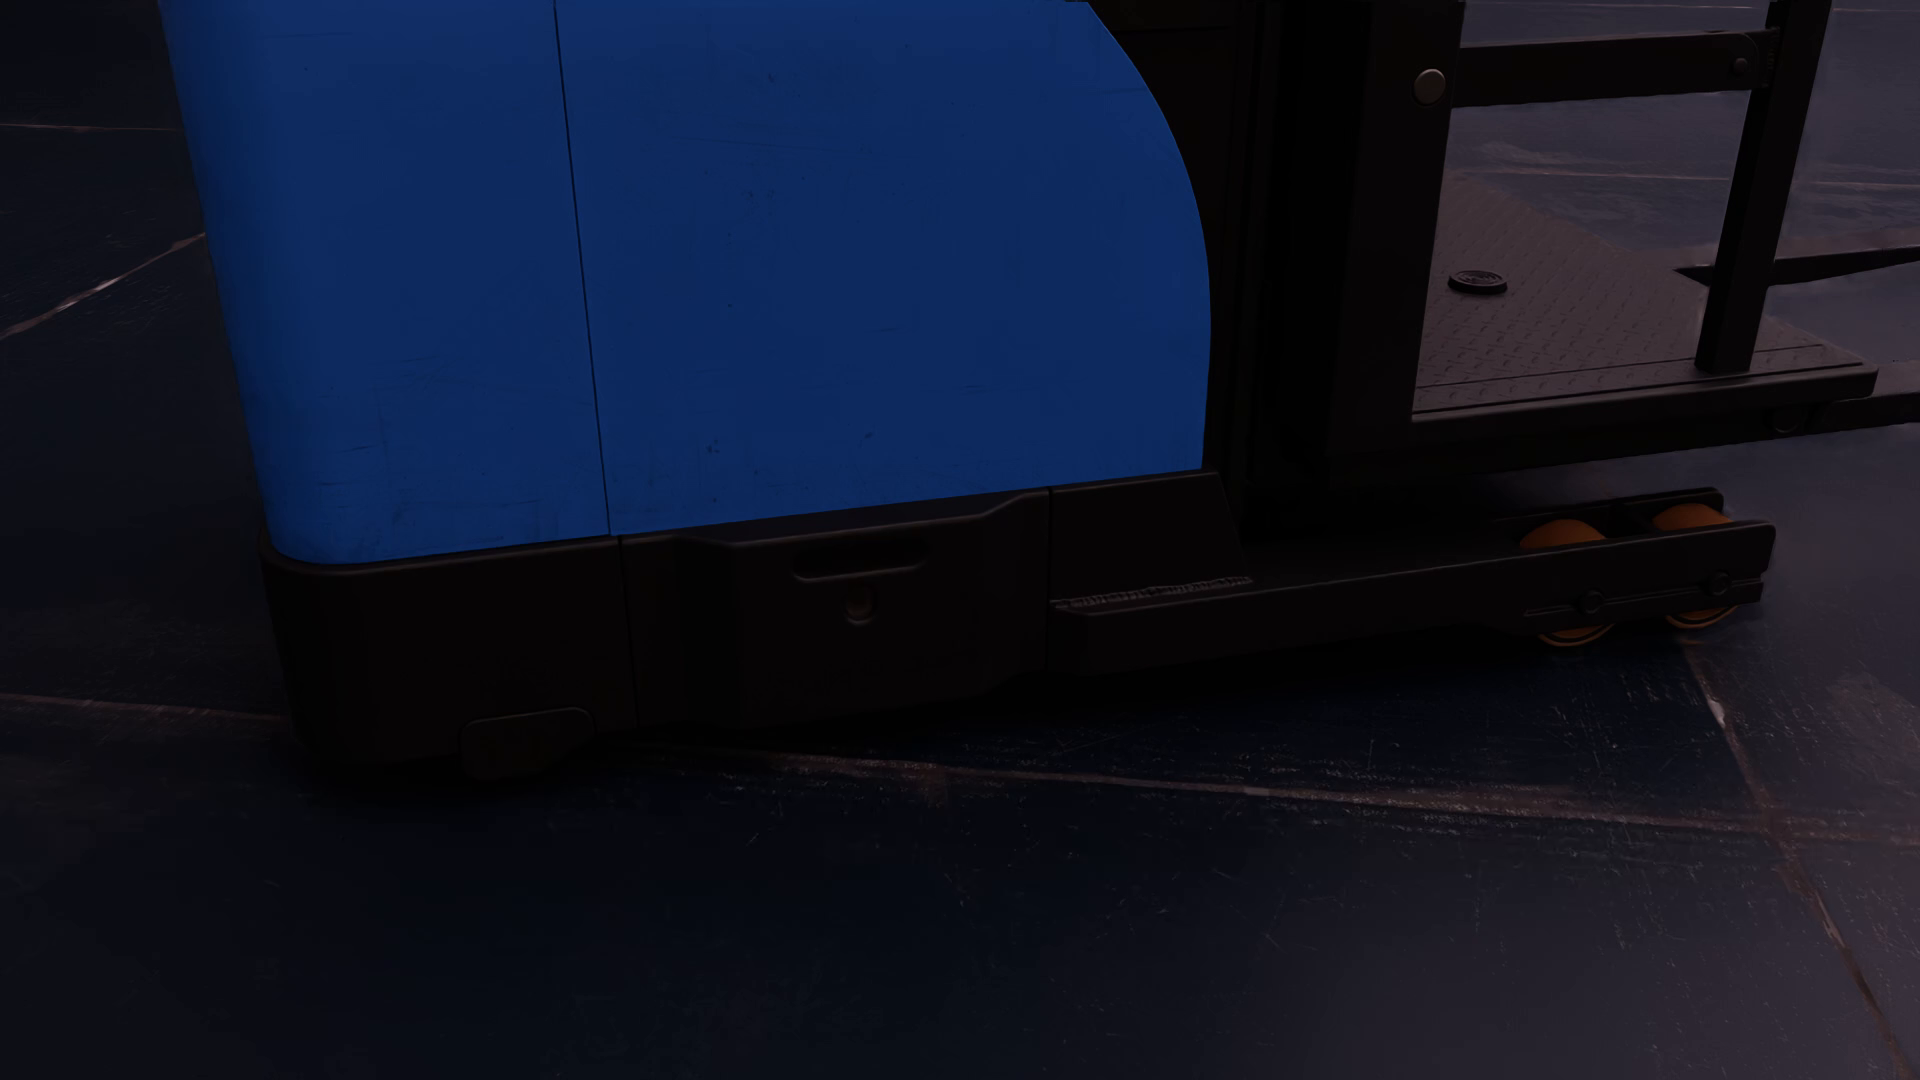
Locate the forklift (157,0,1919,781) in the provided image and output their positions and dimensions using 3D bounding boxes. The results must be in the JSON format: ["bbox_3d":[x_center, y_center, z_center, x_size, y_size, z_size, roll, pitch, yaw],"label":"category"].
[{"bbox_3d":[0.591,-1.389,2.002,3.031,2.935,1.130,-7,27,-14],"label":"forklift"}]
